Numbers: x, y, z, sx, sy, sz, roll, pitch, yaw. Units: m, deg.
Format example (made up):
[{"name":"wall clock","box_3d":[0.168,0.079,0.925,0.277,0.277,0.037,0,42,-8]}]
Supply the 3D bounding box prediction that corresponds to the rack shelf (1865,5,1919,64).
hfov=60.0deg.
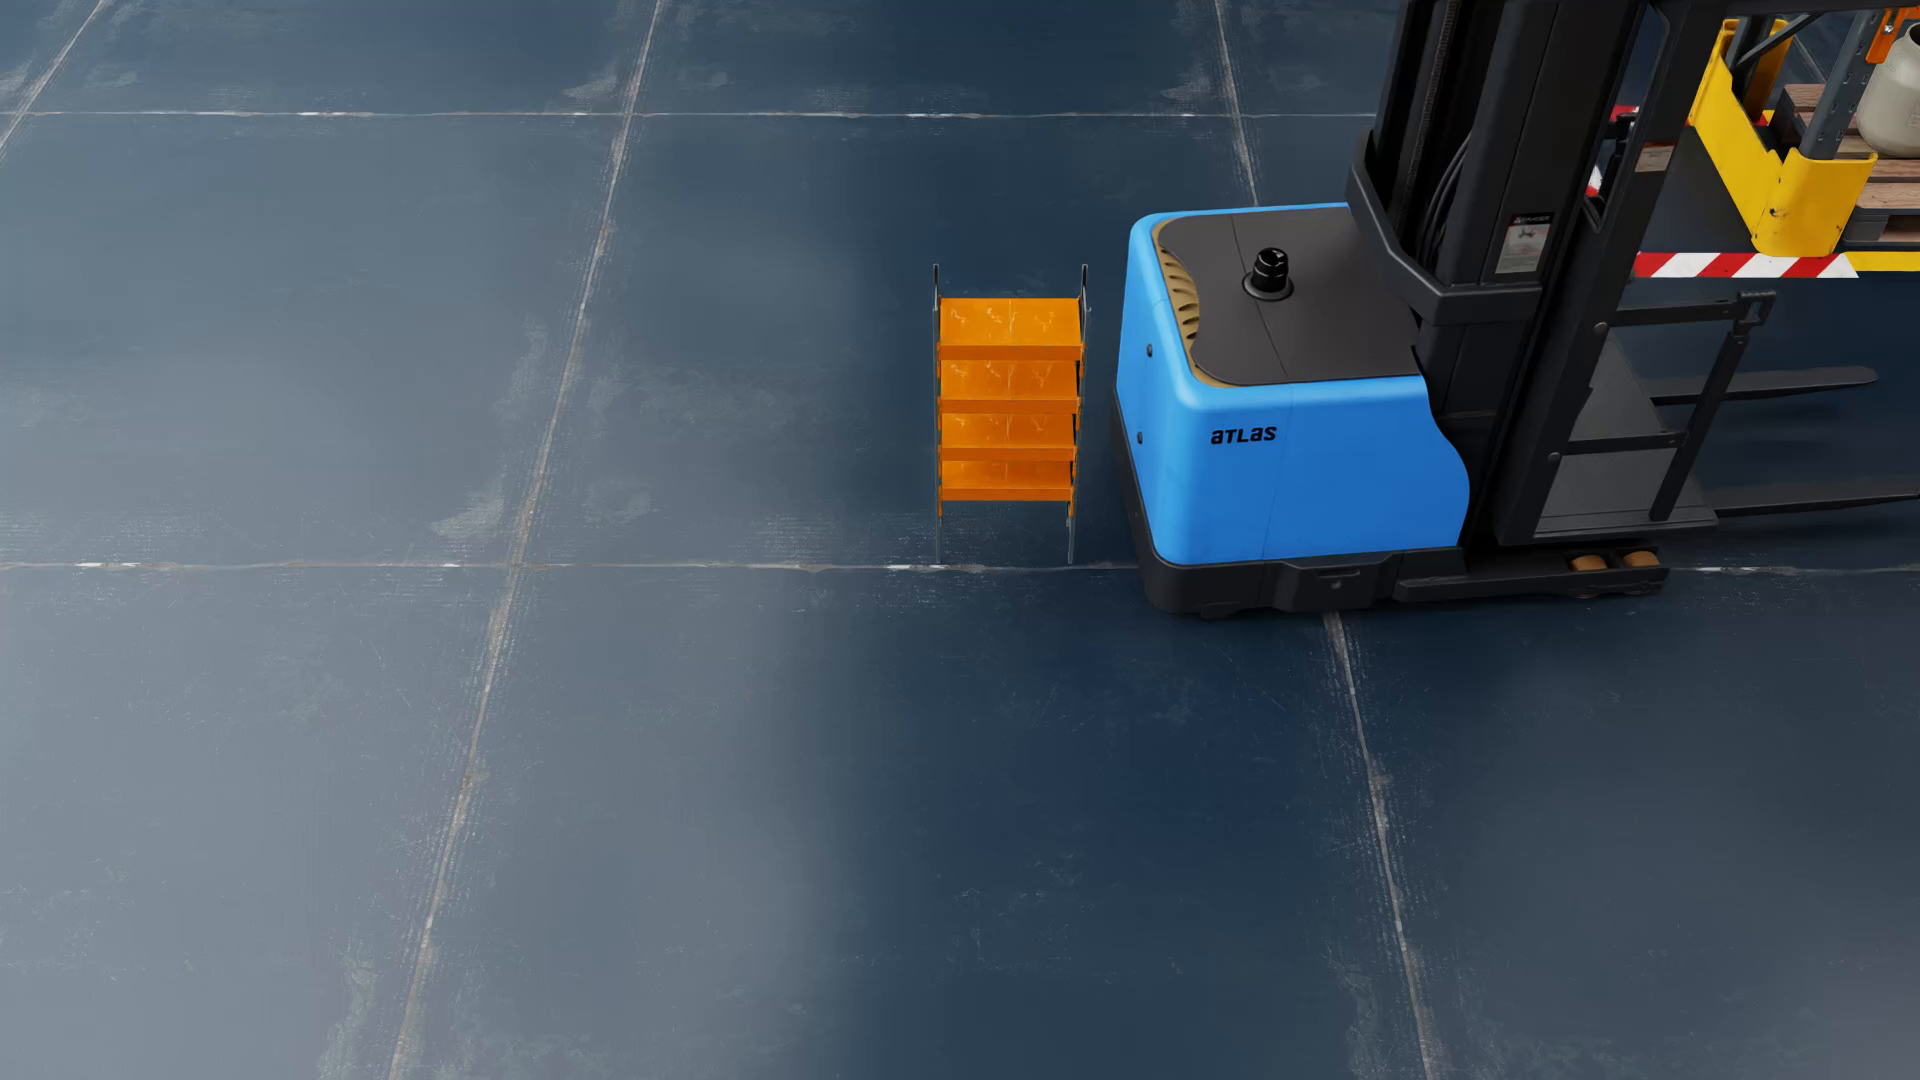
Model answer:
[{"name":"rack shelf","box_3d":[5.672,-2.429,6.953,4.000,0.370,1.077,0,47,0]}]

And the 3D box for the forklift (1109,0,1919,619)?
[{"name":"forklift","box_3d":[2.134,-1.170,5.337,3.031,2.935,1.130,-4,47,-4]}]

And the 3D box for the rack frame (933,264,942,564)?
[{"name":"rack frame","box_3d":[-0.078,-0.409,5.811,0.015,1.200,0.240,0,47,0]}]

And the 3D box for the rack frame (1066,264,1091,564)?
[{"name":"rack frame","box_3d":[0.410,-0.408,5.810,0.015,1.200,0.240,0,47,0]}]

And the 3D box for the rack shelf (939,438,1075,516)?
[{"name":"rack shelf","box_3d":[0.166,-0.227,6.005,0.480,0.148,0.258,0,47,0]}]

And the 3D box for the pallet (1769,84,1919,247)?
[{"name":"pallet","box_3d":[4.561,-1.758,7.742,1.213,0.211,1.003,0,47,0]}]

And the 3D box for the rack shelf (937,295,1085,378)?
[{"name":"rack shelf","box_3d":[0.166,-0.676,5.523,0.480,0.148,0.258,0,47,0]}]

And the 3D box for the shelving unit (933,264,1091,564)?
[{"name":"shelving unit","box_3d":[0.166,-0.408,5.810,0.503,1.200,0.258,0,47,0]}]

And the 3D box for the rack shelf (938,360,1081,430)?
[{"name":"rack shelf","box_3d":[0.166,-0.515,5.696,0.480,0.148,0.258,0,47,0]}]

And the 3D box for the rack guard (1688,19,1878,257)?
[{"name":"rack guard","box_3d":[3.748,-1.862,7.642,0.348,0.500,1.175,0,47,0]}]

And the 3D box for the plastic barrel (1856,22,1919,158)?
[{"name":"plastic barrel","box_3d":[4.331,-2.029,7.502,0.421,0.512,0.421,0,47,0]}]

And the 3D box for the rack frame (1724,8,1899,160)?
[{"name":"rack frame","box_3d":[3.672,-2.680,6.695,0.127,3.000,1.000,0,47,0]}]

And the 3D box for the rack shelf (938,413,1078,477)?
[{"name":"rack shelf","box_3d":[0.166,-0.363,5.860,0.480,0.148,0.258,0,47,0]}]
